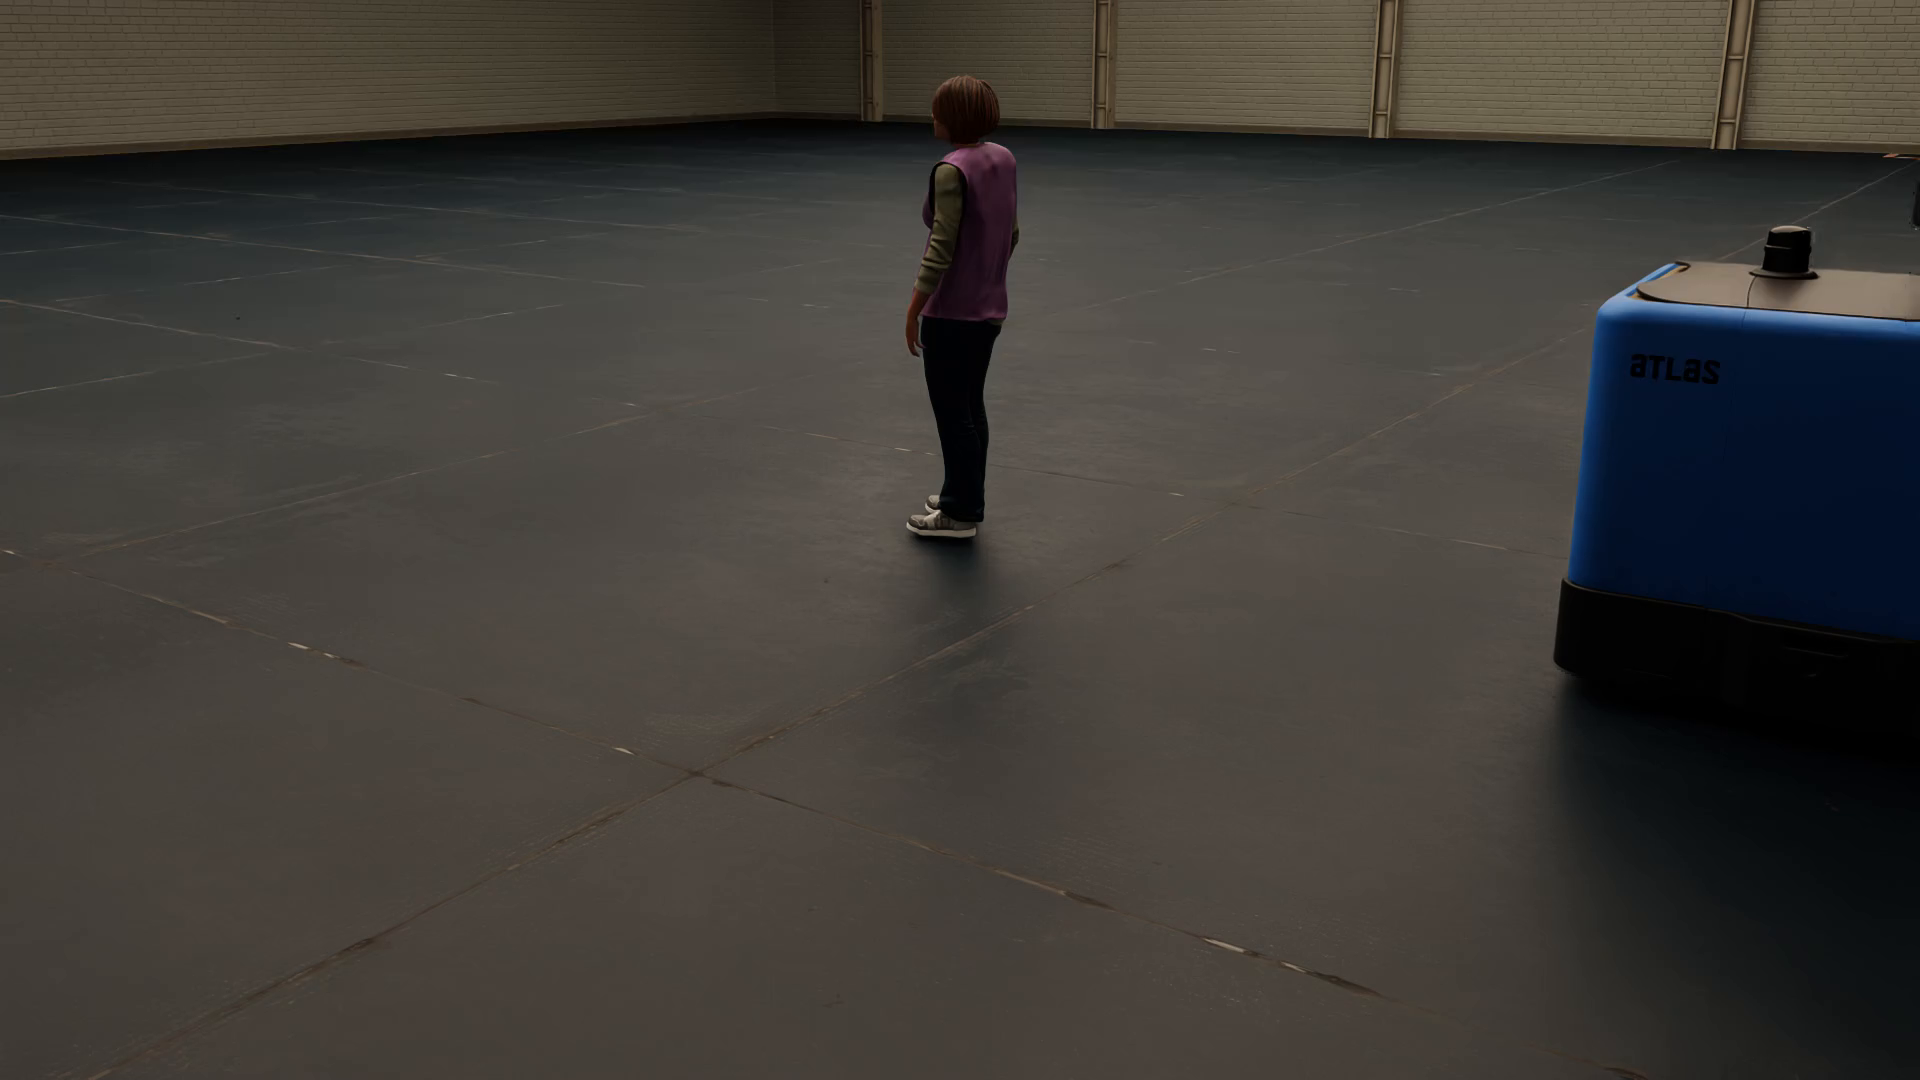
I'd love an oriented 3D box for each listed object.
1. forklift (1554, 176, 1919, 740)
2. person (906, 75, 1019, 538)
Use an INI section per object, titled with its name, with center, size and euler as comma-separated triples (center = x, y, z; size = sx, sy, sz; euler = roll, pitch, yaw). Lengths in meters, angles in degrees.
[forklift]
center = 3.157, -0.885, 3.791
size = 3.031, 2.935, 1.130
euler = 10, 19, 30
[person]
center = -0.053, -0.788, 5.769
size = 0.476, 1.597, 0.520
euler = 11, 20, 33
